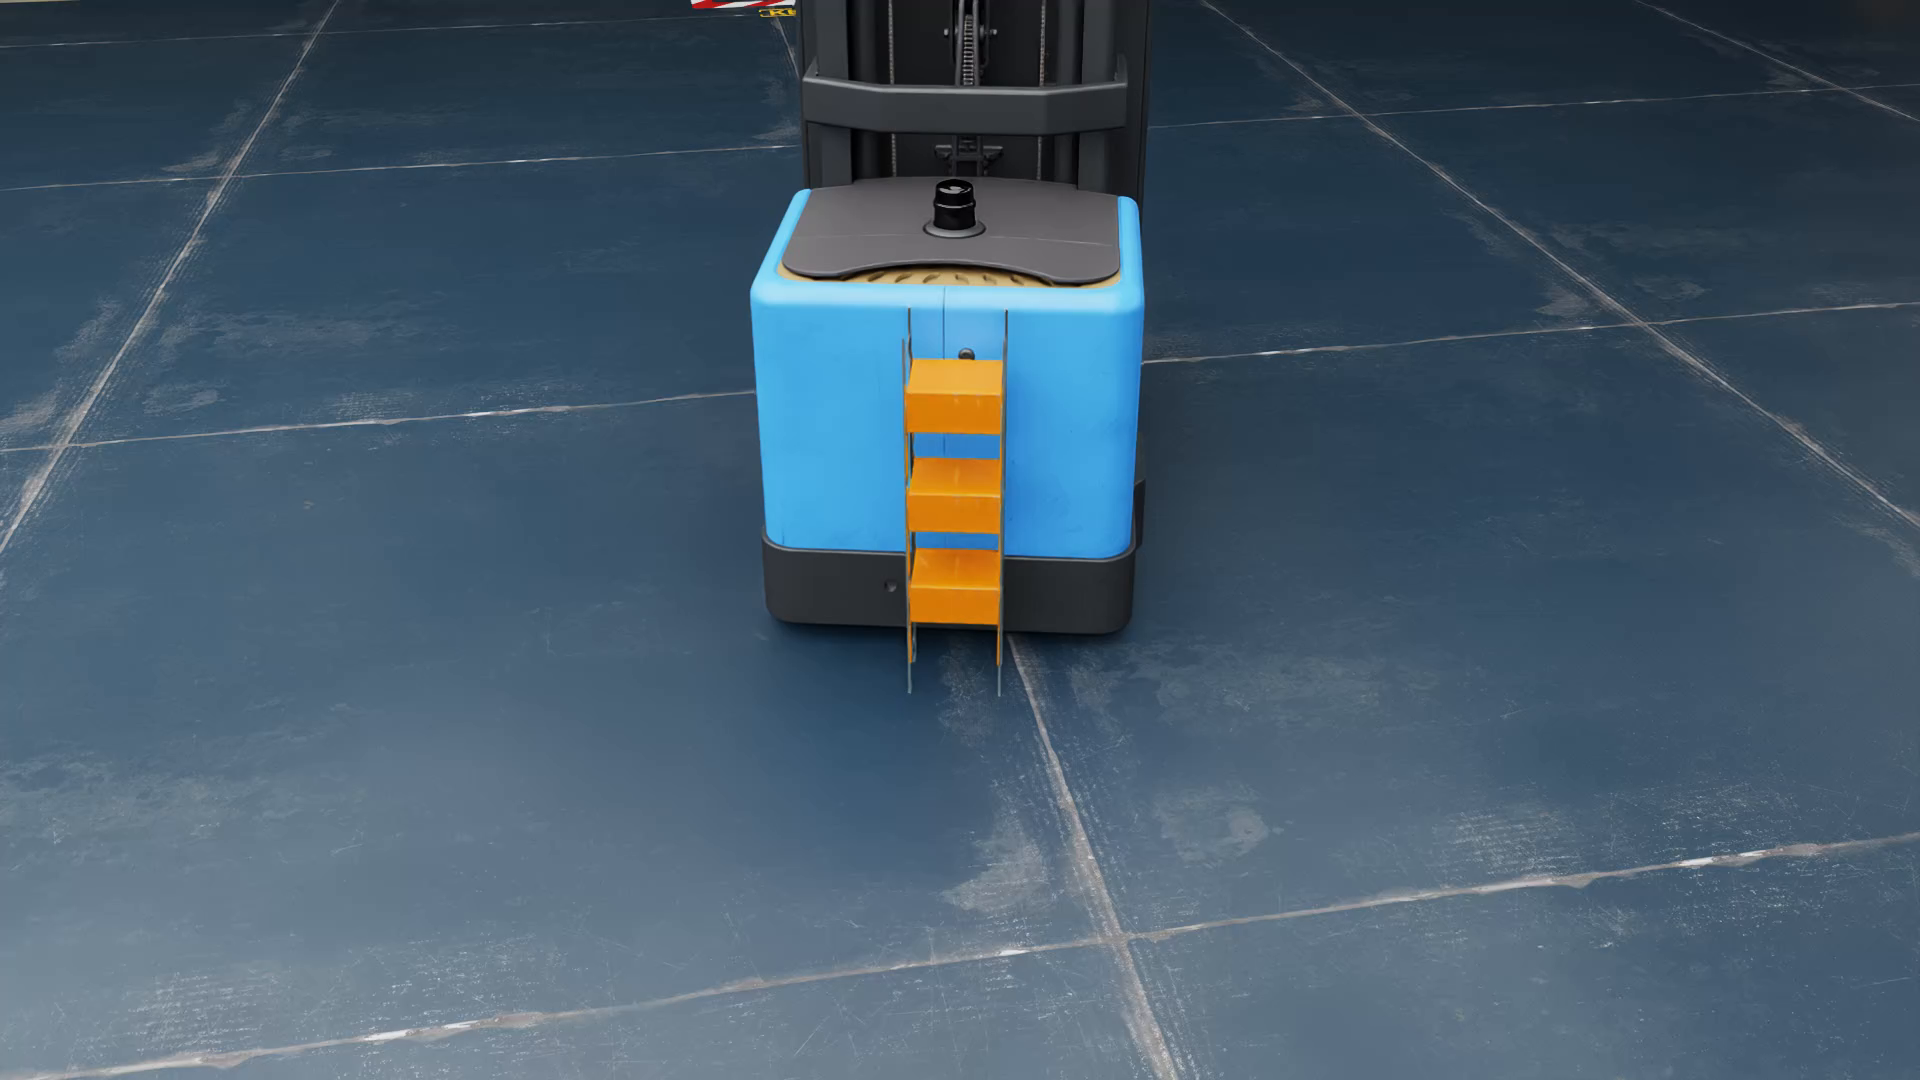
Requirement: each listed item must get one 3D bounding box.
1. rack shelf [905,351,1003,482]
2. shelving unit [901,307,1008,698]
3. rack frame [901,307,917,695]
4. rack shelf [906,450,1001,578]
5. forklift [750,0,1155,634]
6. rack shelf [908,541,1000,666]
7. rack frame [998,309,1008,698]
[{"bbox_3d":[-0.010,-0.314,4.209,0.240,0.259,0.215,2,30,3],"label":"rack shelf"},{"bbox_3d":[-0.010,-0.078,4.347,0.252,1.050,0.215,2,30,3],"label":"shelving unit"},{"bbox_3d":[-0.132,-0.081,4.353,0.008,1.050,0.200,2,30,3],"label":"rack frame"},{"bbox_3d":[-0.010,-0.069,4.352,0.240,0.259,0.215,2,30,3],"label":"rack shelf"},{"bbox_3d":[0.061,-1.717,5.279,1.130,2.935,3.031,2,31,3],"label":"forklift"},{"bbox_3d":[-0.010,0.171,4.493,0.240,0.259,0.215,2,30,3],"label":"rack shelf"},{"bbox_3d":[0.112,-0.075,4.341,0.008,1.050,0.200,2,30,3],"label":"rack frame"}]
